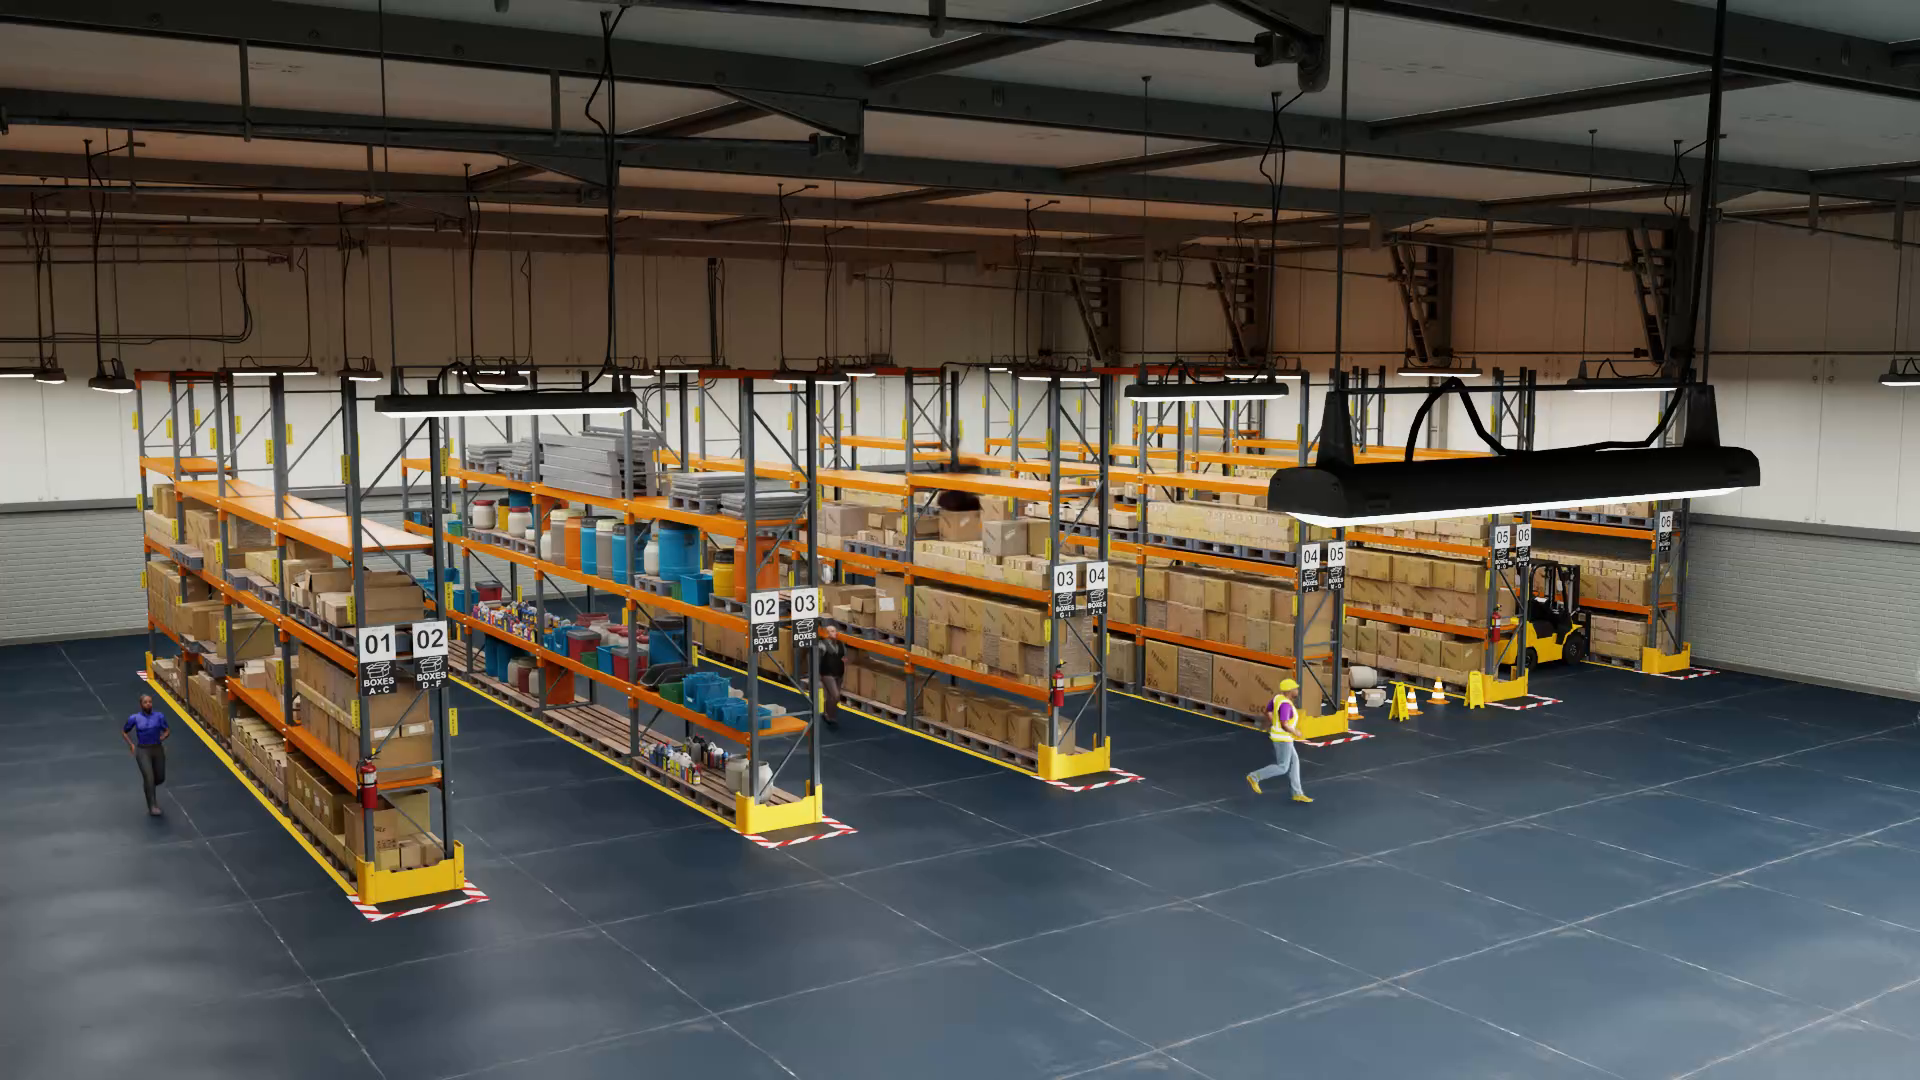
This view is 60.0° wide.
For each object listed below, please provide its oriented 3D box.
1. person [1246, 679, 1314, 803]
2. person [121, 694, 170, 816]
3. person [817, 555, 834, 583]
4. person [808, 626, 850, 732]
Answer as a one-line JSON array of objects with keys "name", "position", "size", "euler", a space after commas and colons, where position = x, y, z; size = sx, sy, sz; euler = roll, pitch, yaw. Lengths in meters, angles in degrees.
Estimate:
[{"name": "person", "position": [4.521, 2.830, 23.434], "size": [0.959, 1.750, 0.726], "euler": [0, 6, 1]}, {"name": "person", "position": [-11.205, 2.934, 22.954], "size": [0.588, 1.623, 0.815], "euler": [-6, 9, -41]}, {"name": "person", "position": [-3.152, 1.181, 37.915], "size": [0.664, 1.810, 0.883], "euler": [-3, 7, -27]}, {"name": "person", "position": [-2.153, 2.327, 27.989], "size": [0.624, 1.780, 0.752], "euler": [-6, 9, -42]}]
